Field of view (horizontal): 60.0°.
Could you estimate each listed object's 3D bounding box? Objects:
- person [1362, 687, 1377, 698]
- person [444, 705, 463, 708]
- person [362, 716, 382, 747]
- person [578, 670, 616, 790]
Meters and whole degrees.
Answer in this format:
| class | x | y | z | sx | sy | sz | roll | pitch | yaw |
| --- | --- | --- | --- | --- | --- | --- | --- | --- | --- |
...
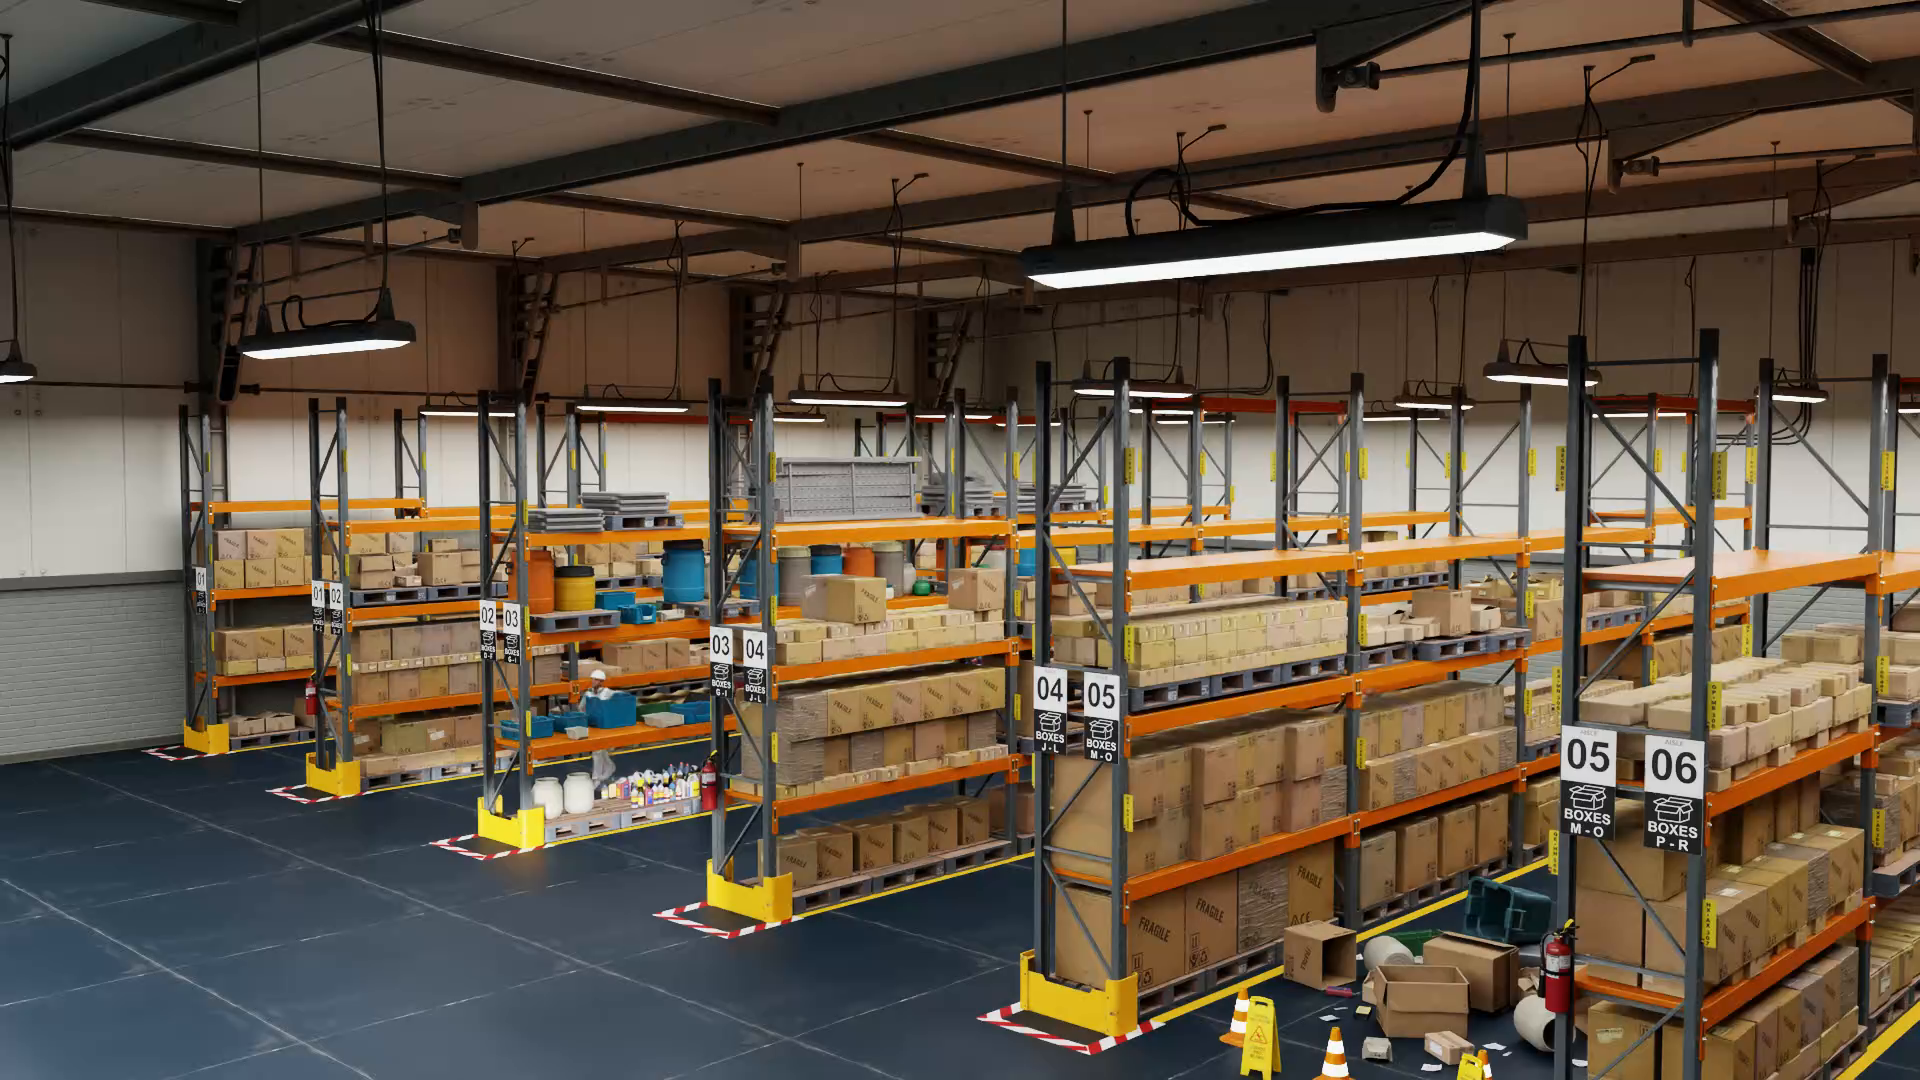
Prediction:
| class | x | y | z | sx | sy | sz | roll | pitch | yaw |
| --- | --- | --- | --- | --- | --- | --- | --- | --- | --- |
| person | 6.226 | 2.967 | 25.285 | 0.662 | 1.738 | 0.599 | 2 | 4 | 38 |
| person | -8.724 | 2.813 | 28.722 | 0.588 | 1.662 | 0.749 | 3 | 4 | 40 |
| person | -9.966 | 2.782 | 28.007 | 0.662 | 1.846 | 0.837 | 2 | 3 | 29 |
| person | -5.567 | 2.913 | 25.711 | 0.658 | 1.829 | 0.828 | 1 | 3 | 26 |
